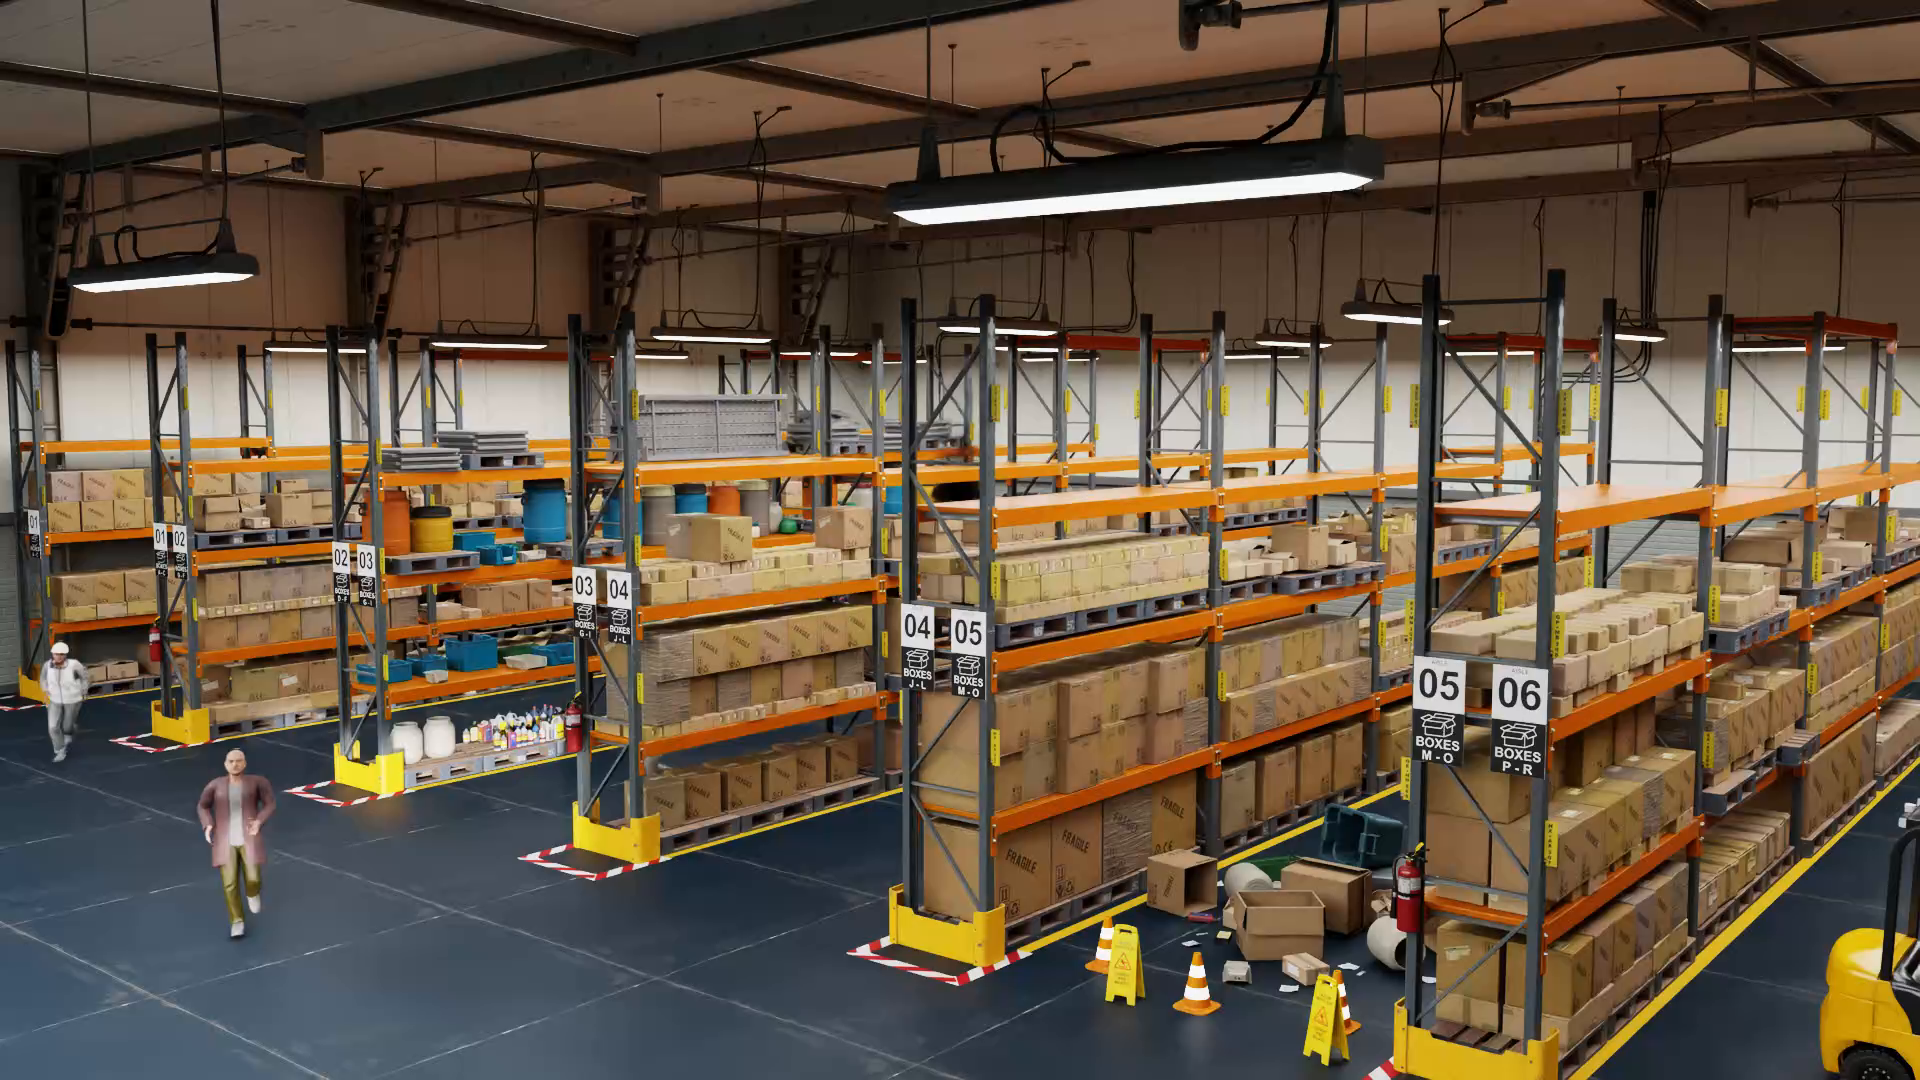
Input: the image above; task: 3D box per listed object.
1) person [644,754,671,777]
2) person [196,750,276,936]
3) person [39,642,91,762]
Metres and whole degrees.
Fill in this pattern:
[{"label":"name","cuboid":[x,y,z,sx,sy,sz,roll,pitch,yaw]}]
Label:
[{"label":"person","cuboid":[-3.787,2.420,20.764,0.660,1.755,0.772,3,6,31]},{"label":"person","cuboid":[-6.929,2.868,15.940,0.713,1.730,0.754,-2,5,-20]},{"label":"person","cuboid":[-12.561,2.239,23.400,0.655,1.701,0.873,-1,5,-13]}]
